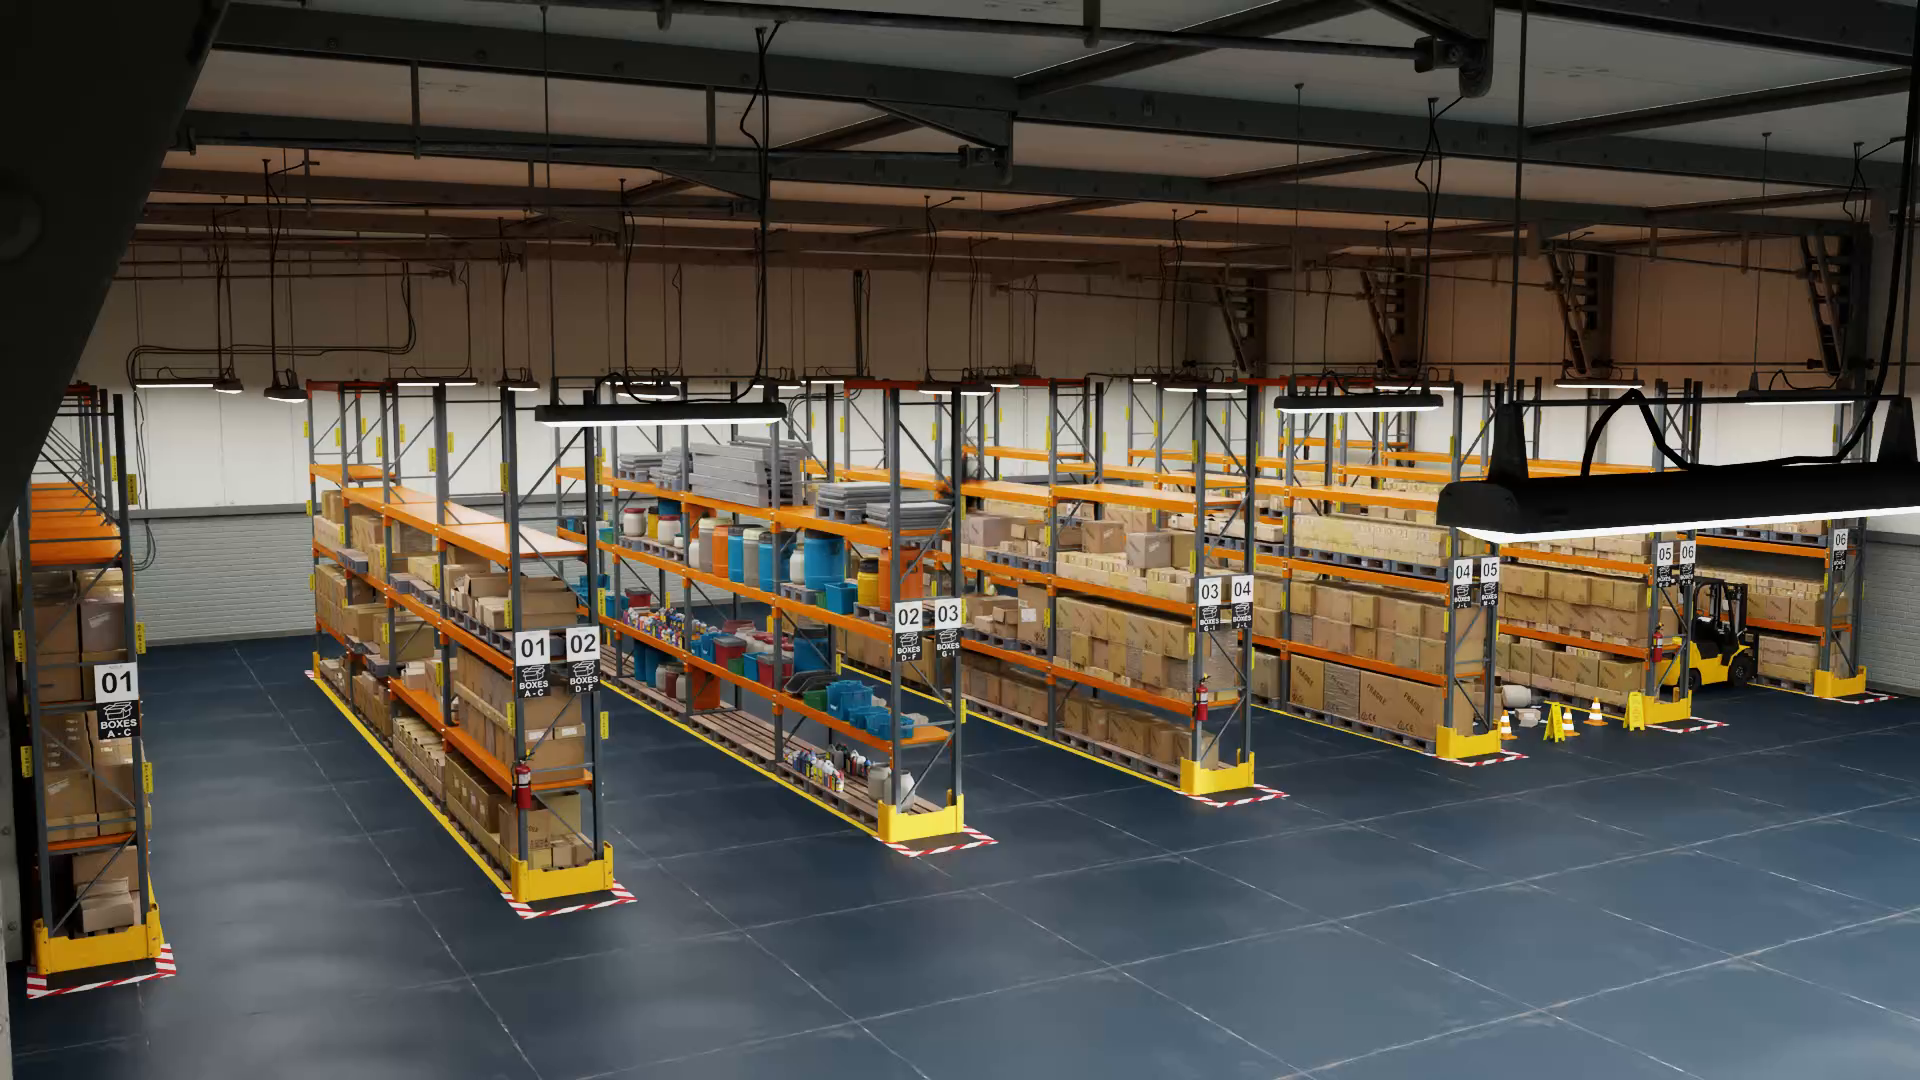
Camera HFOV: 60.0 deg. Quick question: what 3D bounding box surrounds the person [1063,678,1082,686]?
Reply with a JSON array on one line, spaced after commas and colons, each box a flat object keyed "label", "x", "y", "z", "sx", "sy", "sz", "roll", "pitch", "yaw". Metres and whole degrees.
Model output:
[{"label": "person", "x": 2.208, "y": 1.910, "z": 31.450, "sx": 0.587, "sy": 1.732, "sz": 0.606, "roll": -4, "pitch": 7, "yaw": -34}]

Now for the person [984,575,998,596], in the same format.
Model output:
[{"label": "person", "x": 0.629, "y": 1.571, "z": 37.036, "sx": 0.600, "sy": 1.613, "sz": 0.749, "roll": -3, "pitch": 7, "yaw": -23}]
